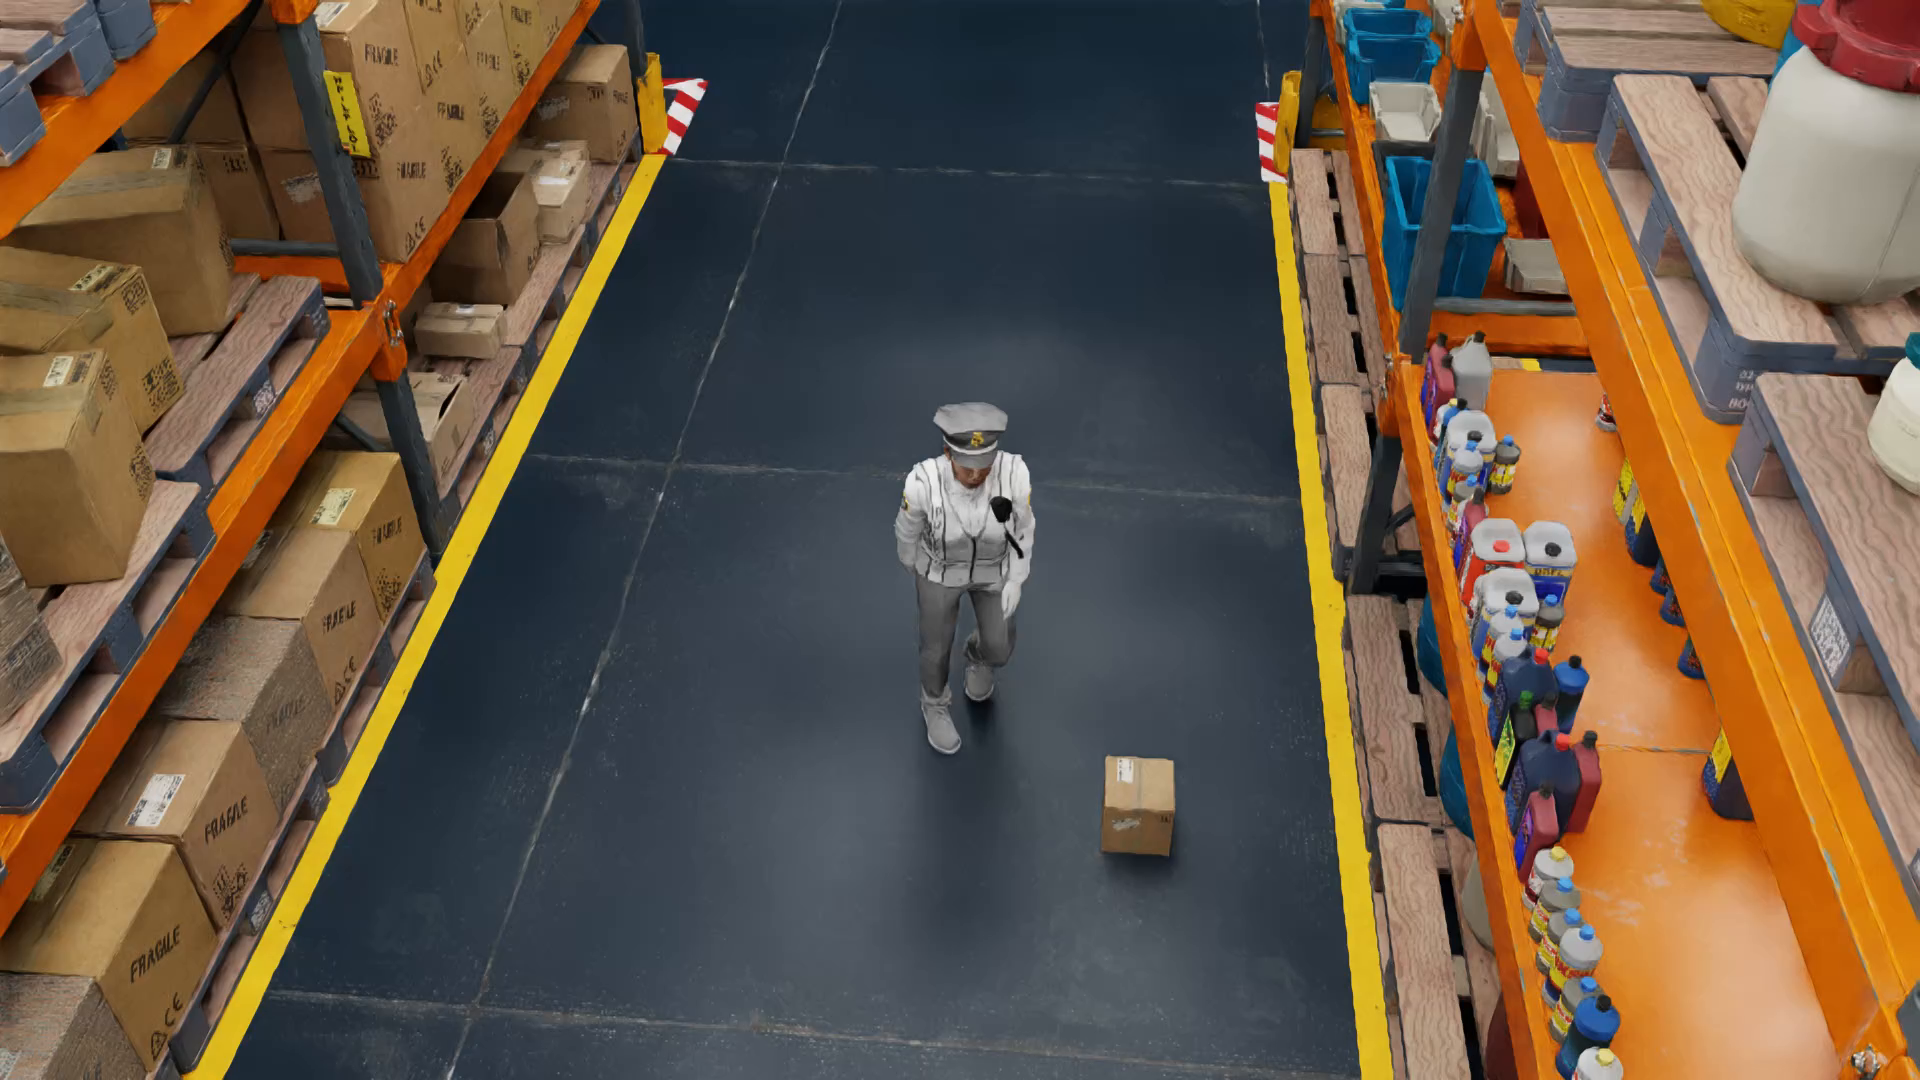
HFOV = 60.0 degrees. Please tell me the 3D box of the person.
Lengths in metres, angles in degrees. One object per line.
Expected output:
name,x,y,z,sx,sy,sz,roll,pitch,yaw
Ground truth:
person,0.014,0.107,6.040,0.493,1.652,0.601,-7,41,-8
